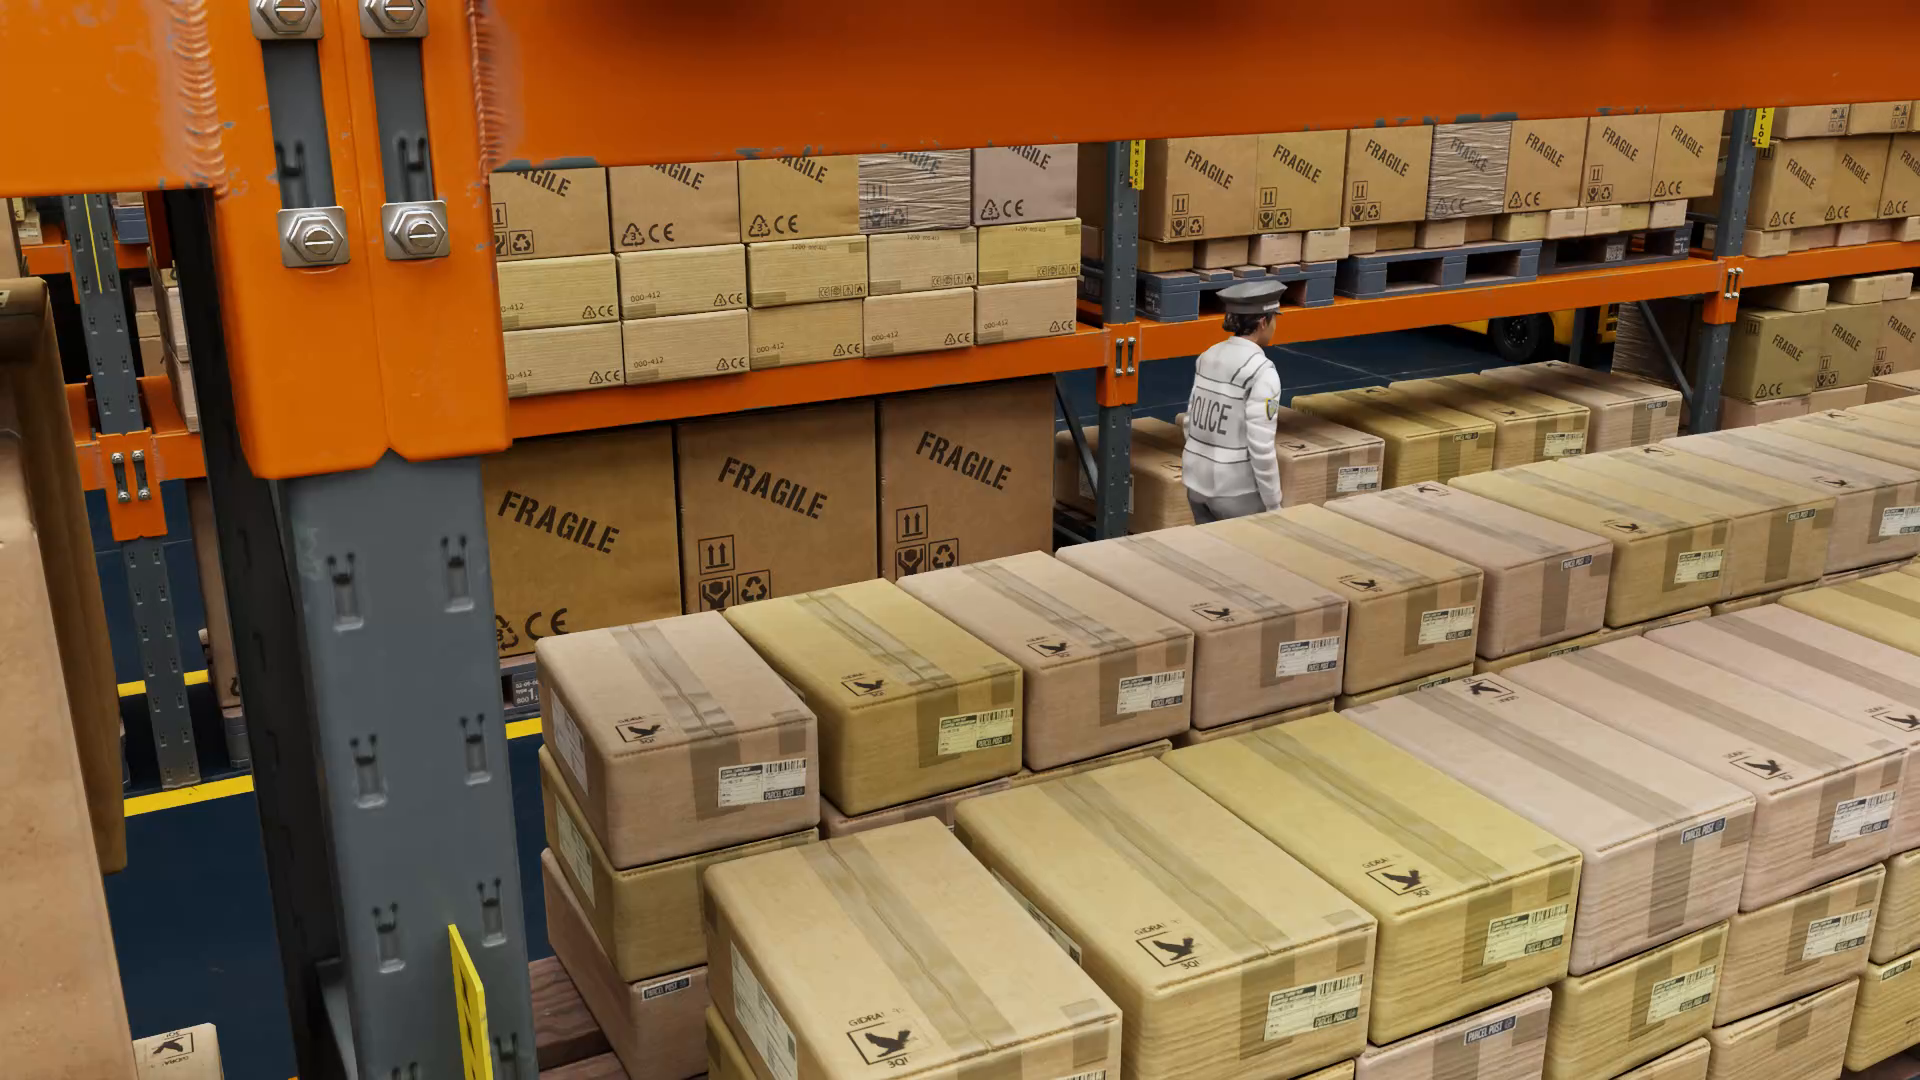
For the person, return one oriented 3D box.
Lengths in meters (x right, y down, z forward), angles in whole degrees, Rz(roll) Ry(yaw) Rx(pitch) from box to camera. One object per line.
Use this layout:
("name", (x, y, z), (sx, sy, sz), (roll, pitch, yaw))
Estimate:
("person", (1.090, -0.190, 6.621), (0.375, 1.662, 0.526), (-10, 21, -27))
